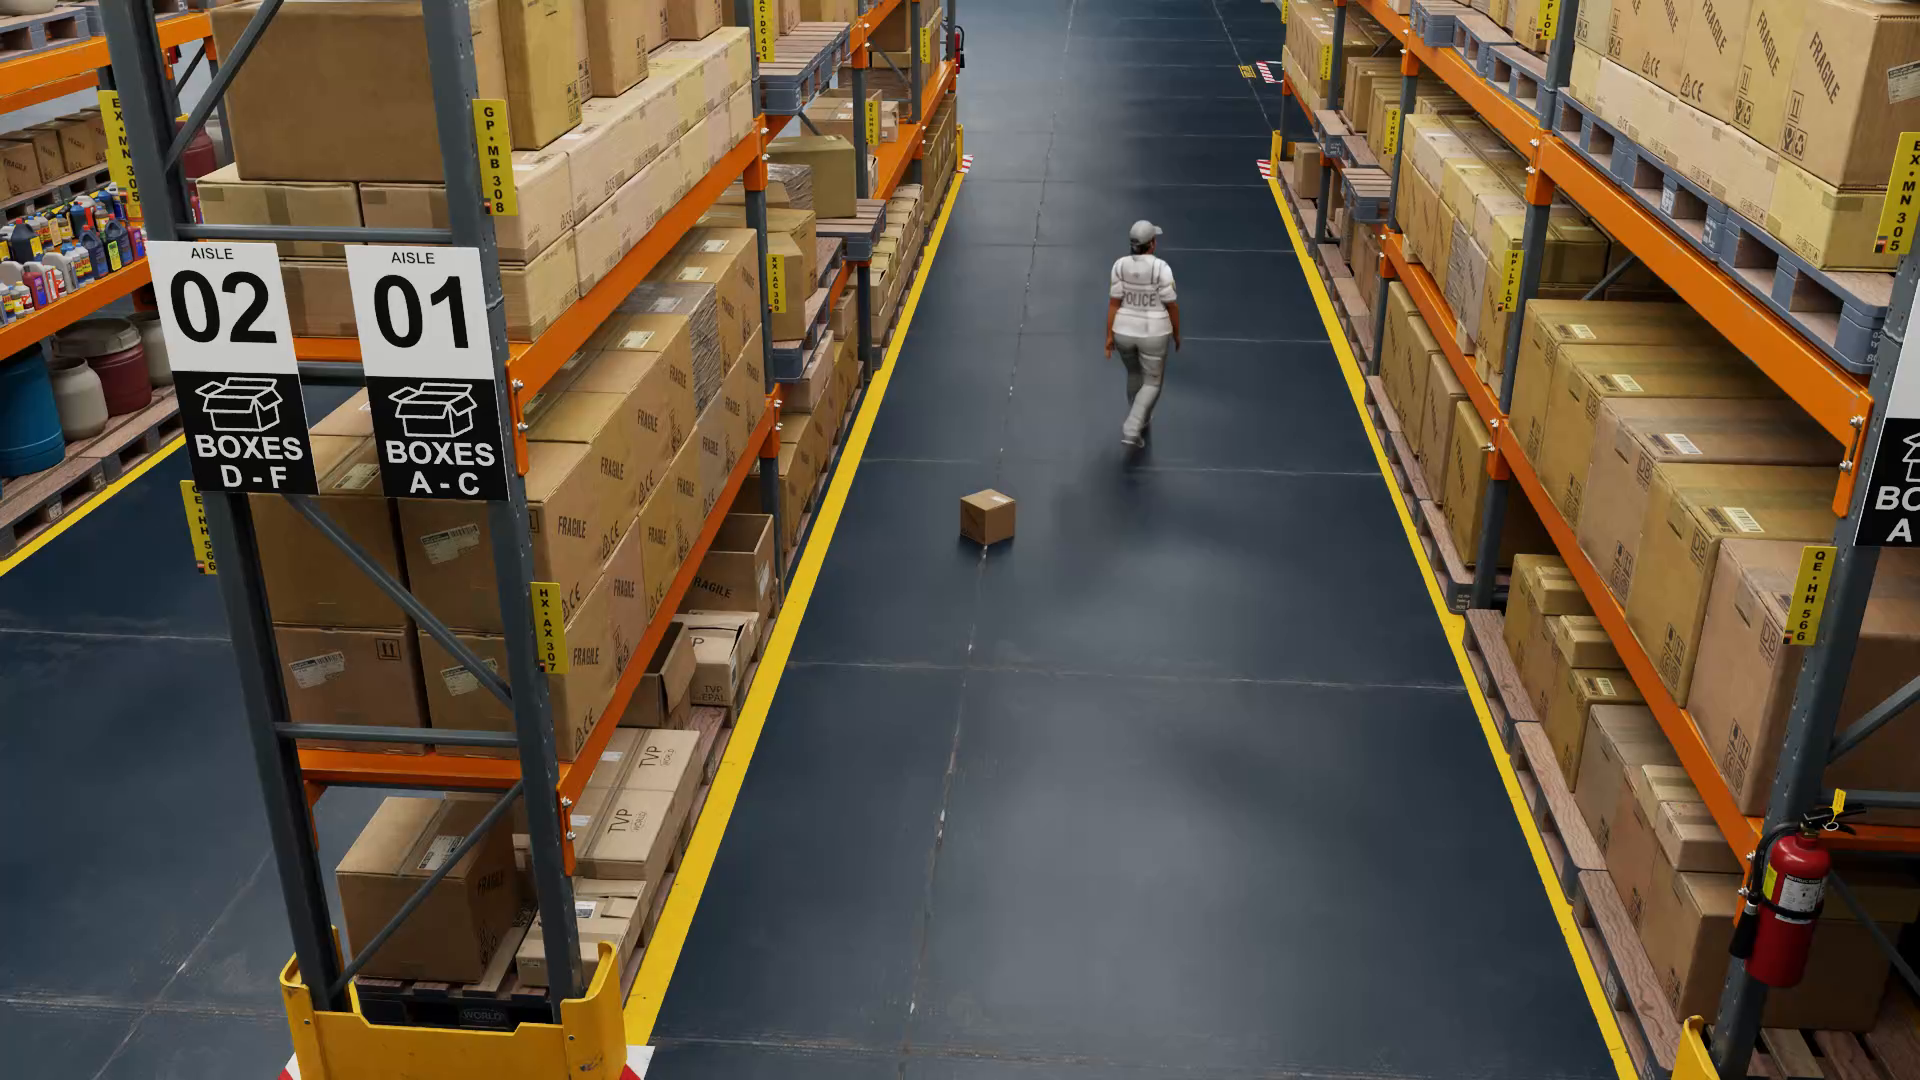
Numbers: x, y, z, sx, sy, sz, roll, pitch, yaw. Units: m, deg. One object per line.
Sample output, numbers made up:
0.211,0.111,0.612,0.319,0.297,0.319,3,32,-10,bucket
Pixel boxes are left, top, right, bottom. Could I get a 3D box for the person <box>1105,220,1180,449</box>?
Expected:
1.297,-1.460,11.772,0.493,1.621,0.929,13,28,26,person
